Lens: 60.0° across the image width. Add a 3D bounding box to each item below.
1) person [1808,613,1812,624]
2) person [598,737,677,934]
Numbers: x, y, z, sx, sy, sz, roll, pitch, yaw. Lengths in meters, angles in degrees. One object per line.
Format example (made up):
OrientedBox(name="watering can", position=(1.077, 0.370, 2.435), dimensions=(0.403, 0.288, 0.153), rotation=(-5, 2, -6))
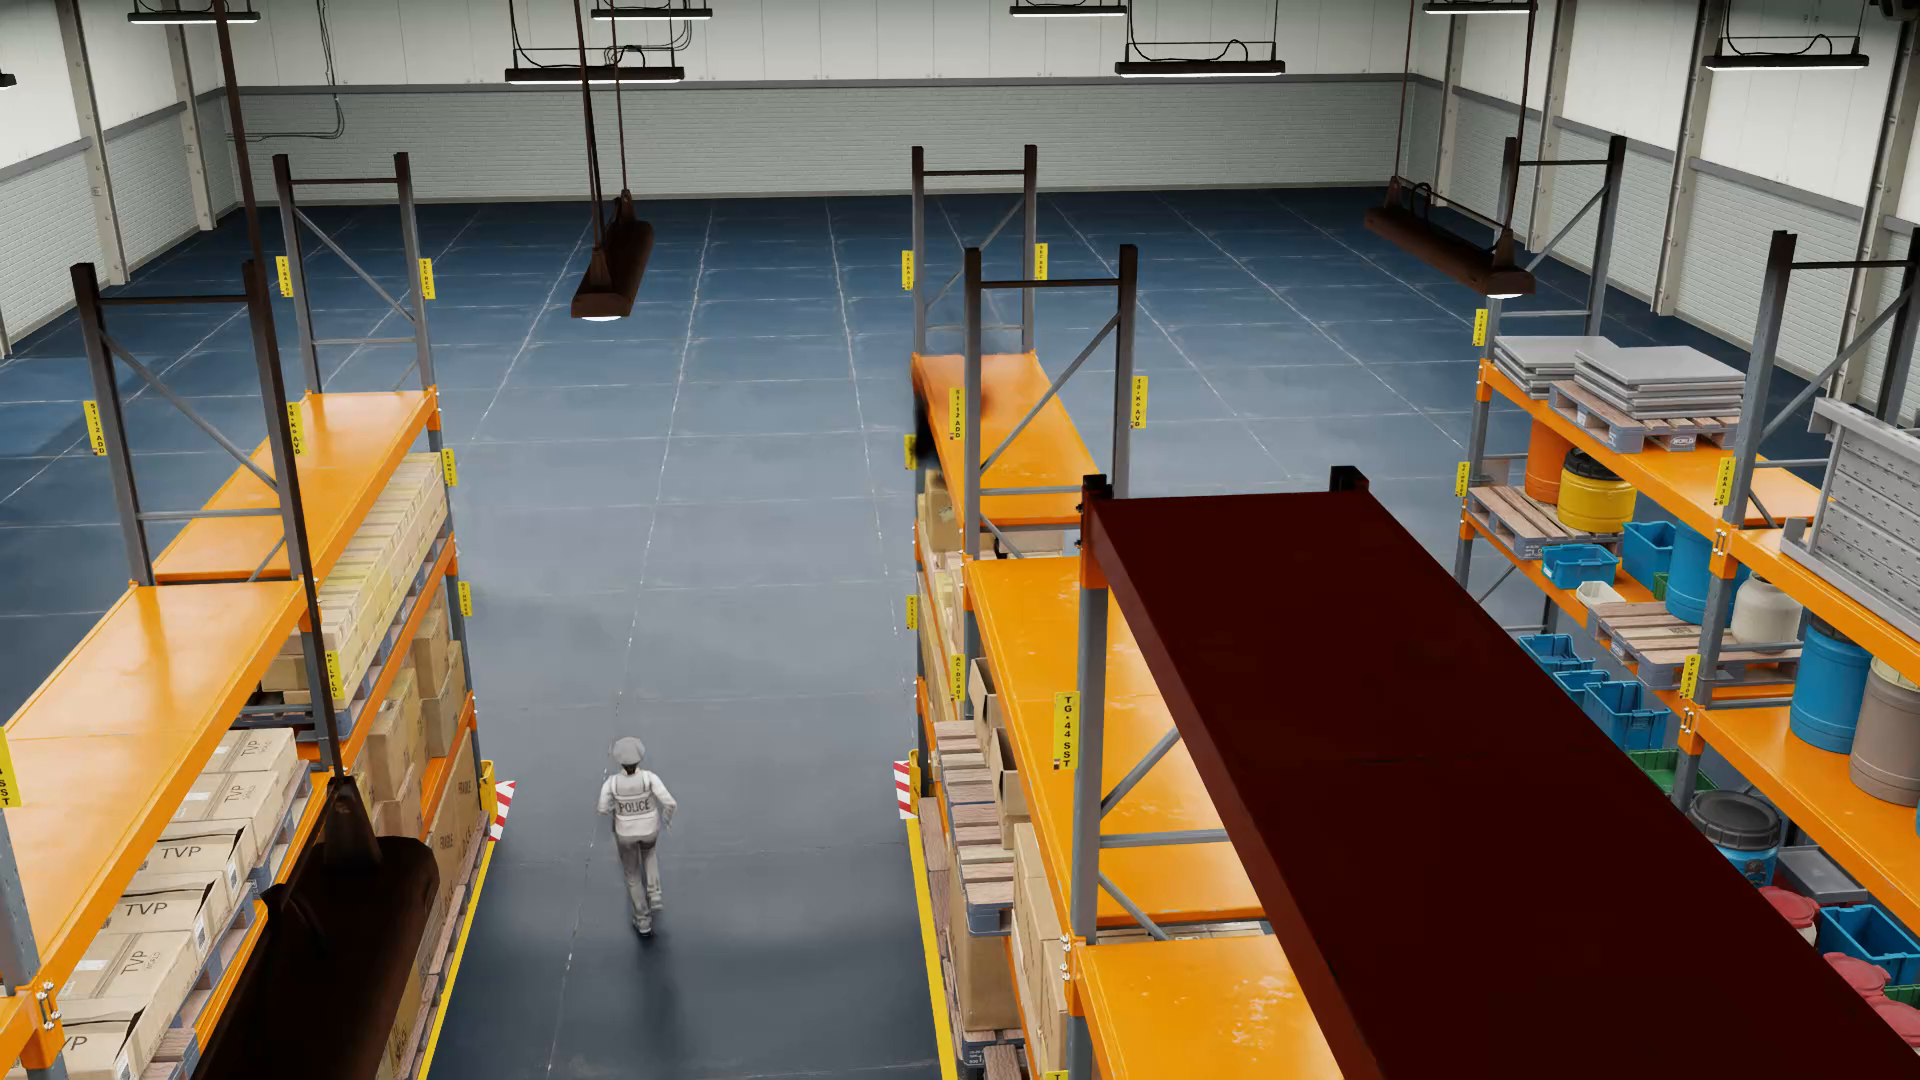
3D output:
OrientedBox(name="person", position=(9.408, 0.599, 17.780), dimensions=(0.742, 1.759, 0.701), rotation=(9, 23, 21))
OrientedBox(name="person", position=(-2.611, 2.336, 13.458), dimensions=(0.593, 1.658, 0.644), rotation=(-7, 23, -18))
